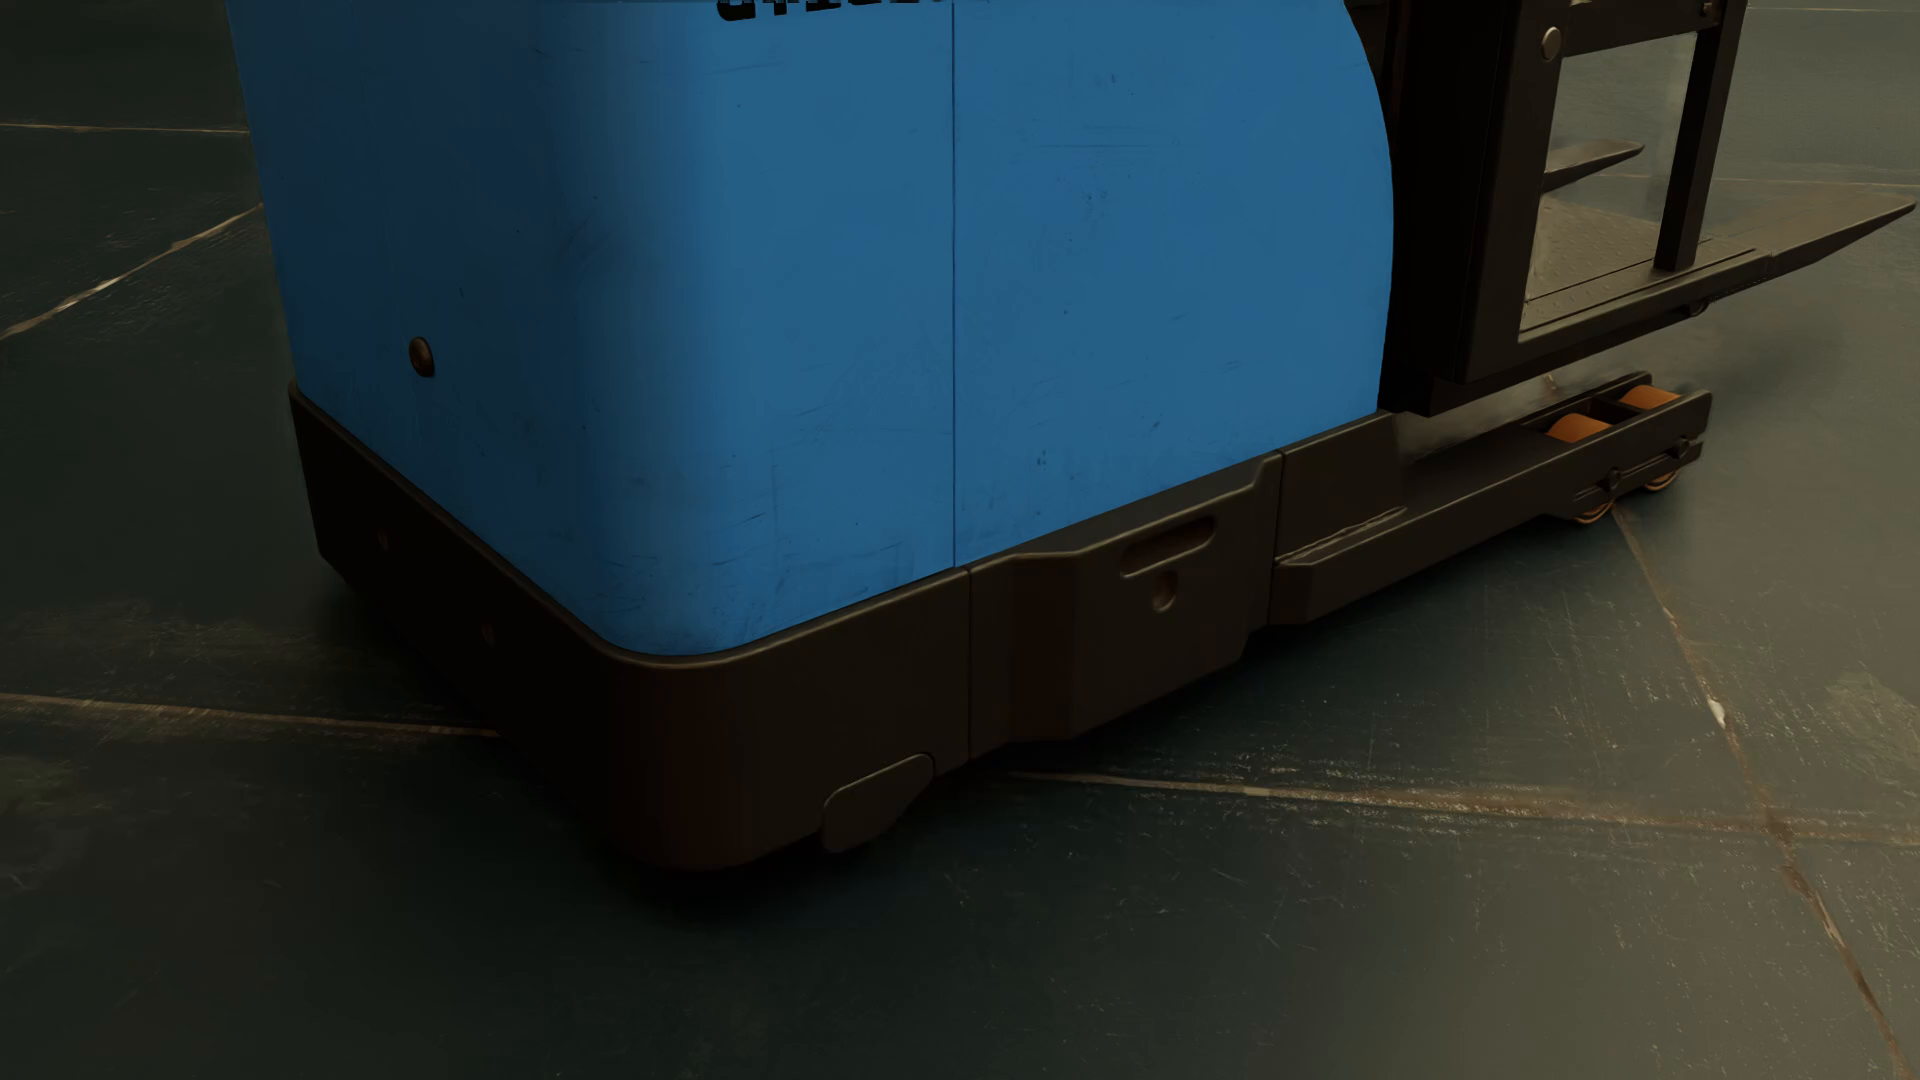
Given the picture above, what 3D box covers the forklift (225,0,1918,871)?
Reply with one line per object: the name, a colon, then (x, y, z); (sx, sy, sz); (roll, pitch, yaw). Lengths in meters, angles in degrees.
forklift: (0.567, -1.500, 2.224); (3.031, 2.935, 1.130); (-20, 33, -34)
